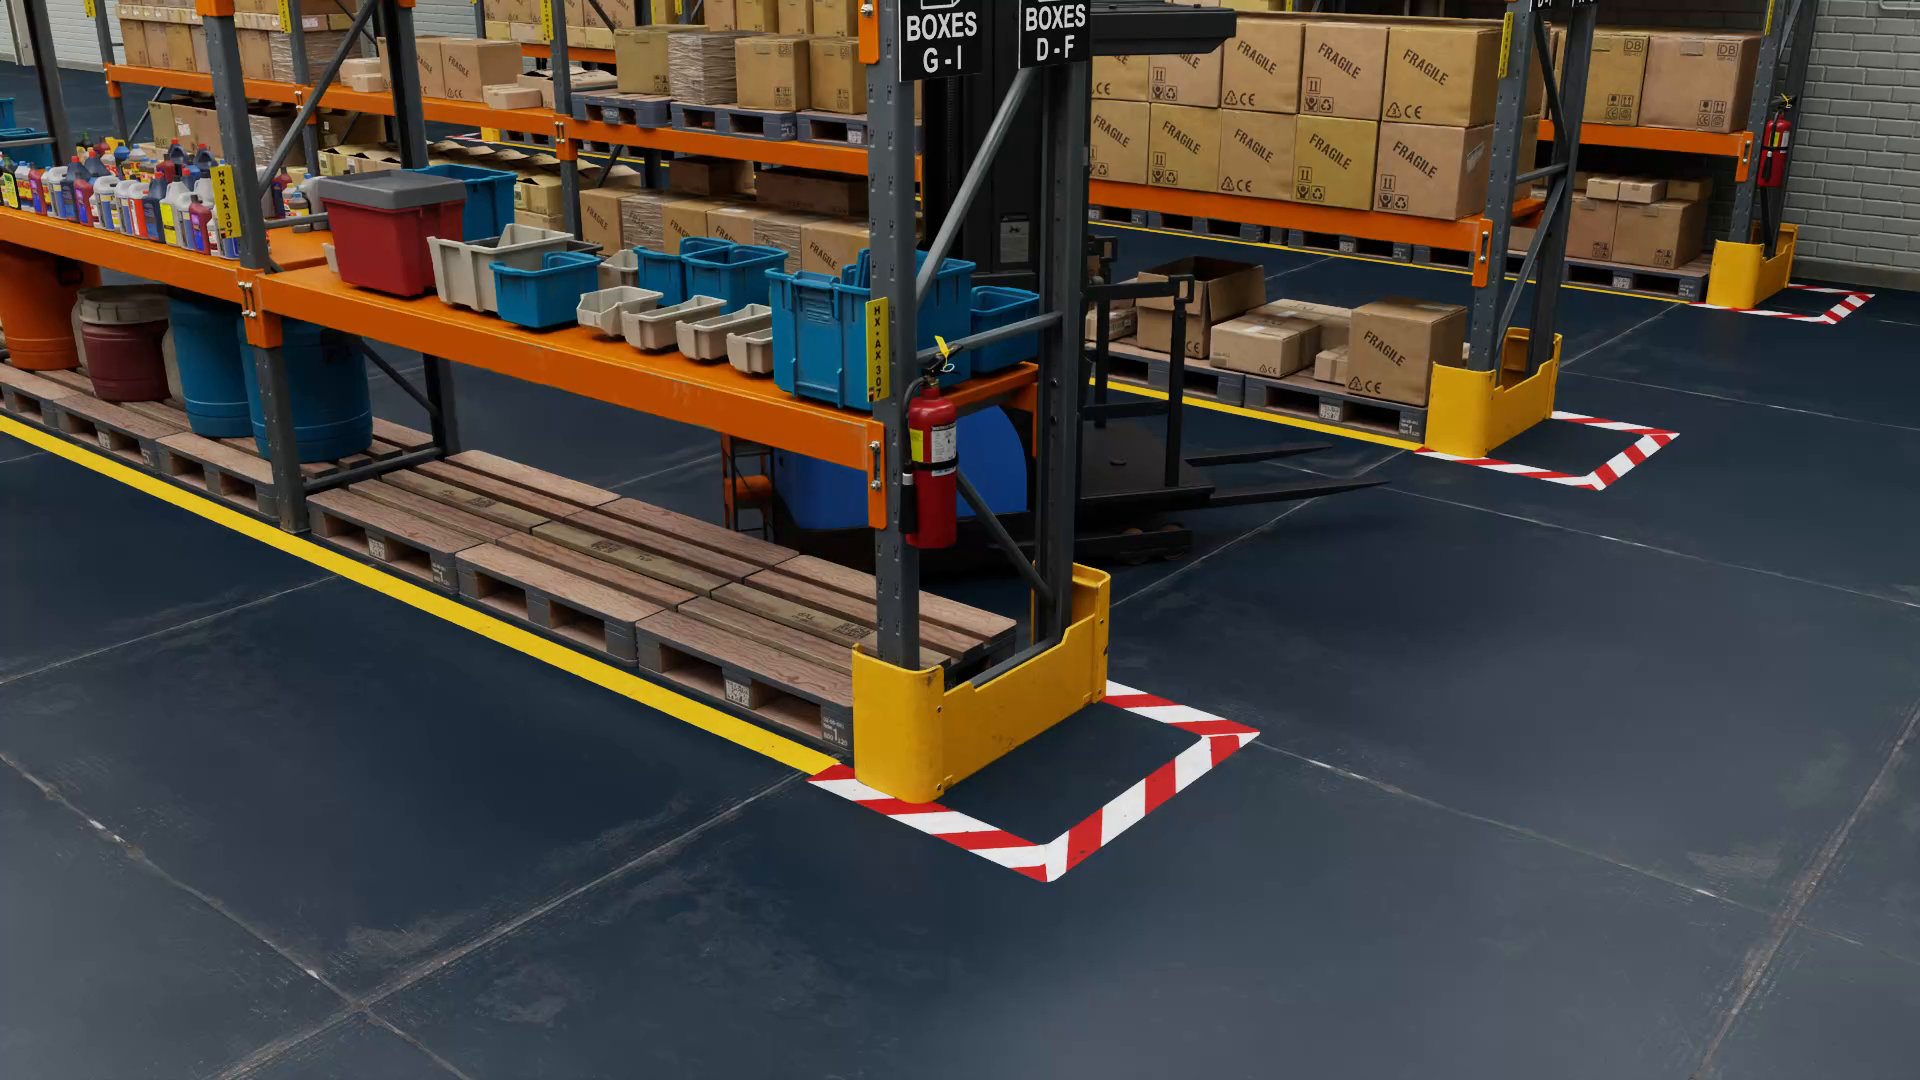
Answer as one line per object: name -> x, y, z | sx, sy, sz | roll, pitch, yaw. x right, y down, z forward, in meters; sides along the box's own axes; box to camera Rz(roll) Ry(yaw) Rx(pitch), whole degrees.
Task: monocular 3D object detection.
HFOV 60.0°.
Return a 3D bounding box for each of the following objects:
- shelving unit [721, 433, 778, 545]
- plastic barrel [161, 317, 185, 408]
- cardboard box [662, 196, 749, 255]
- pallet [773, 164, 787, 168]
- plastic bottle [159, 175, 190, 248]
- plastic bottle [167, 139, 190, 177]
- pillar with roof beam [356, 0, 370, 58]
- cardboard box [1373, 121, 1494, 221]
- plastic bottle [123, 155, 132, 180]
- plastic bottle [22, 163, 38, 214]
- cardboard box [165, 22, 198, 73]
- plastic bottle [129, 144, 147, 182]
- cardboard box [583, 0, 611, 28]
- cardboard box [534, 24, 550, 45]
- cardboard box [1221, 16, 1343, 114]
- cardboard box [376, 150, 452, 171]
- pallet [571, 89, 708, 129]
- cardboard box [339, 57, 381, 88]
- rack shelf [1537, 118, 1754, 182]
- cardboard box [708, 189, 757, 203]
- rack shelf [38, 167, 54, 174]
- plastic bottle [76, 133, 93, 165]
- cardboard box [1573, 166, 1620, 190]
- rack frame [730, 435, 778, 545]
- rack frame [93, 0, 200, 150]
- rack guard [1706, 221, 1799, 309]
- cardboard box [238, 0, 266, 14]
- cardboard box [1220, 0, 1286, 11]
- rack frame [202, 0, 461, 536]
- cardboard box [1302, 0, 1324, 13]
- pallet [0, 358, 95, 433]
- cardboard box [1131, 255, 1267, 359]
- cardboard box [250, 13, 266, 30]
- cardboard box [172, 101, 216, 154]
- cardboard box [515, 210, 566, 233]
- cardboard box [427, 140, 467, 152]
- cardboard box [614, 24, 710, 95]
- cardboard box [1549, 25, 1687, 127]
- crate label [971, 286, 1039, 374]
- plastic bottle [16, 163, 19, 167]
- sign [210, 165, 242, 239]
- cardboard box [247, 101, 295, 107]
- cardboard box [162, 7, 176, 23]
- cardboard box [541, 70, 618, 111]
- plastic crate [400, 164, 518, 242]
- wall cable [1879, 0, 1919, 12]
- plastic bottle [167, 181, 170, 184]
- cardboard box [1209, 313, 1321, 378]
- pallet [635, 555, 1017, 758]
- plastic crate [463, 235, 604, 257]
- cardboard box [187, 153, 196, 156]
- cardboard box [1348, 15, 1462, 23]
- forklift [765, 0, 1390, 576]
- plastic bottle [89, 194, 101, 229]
shelving unit -> -1.000, -0.433, 7.824 | 0.215, 1.050, 0.252 | -6, 21, -17
plastic barrel -> -4.365, -1.040, 9.605 | 0.421, 0.512, 0.421 | 0, 21, 0
cardboard box -> -2.022, -2.447, 13.324 | 0.500, 0.500, 0.500 | 16, 26, 36
pallet -> -1.405, -4.316, 19.314 | 1.213, 0.211, 1.003 | 16, 26, 36
plastic bottle -> -3.944, -1.666, 8.404 | 0.185, 0.351, 0.144 | 16, 26, 36
plastic bottle -> -4.558, -2.167, 9.733 | 0.185, 0.351, 0.144 | 16, 26, 36
pillar with roof beam -> -12.338, -10.008, 21.953 | 0.400, 9.000, 9.100 | 16, 26, 36
cardboard box -> 2.690, -2.106, 9.360 | 0.500, 0.500, 0.500 | 17, 27, 38
plastic bottle -> -5.058, -2.252, 10.169 | 0.097, 0.201, 0.097 | 0, 21, 0
plastic bottle -> -5.204, -1.981, 9.352 | 0.097, 0.271, 0.097 | 0, 21, 0
cardboard box -> -8.042, -5.314, 17.868 | 0.500, 0.500, 0.700 | 16, 26, 37
plastic bottle -> -4.982, -2.263, 10.099 | 0.097, 0.271, 0.097 | 0, 21, 0
cardboard box -> -4.294, -6.602, 20.546 | 0.500, 0.500, 0.500 | 15, 25, 35
cardboard box -> -5.078, -6.475, 21.271 | 0.500, 0.250, 0.500 | 16, 26, 35
cardboard box -> 1.894, -2.799, 9.782 | 0.500, 0.500, 0.500 | 17, 26, 38
cardboard box -> -5.139, -3.495, 15.692 | 0.500, 0.311, 0.500 | 15, 25, 35
pallet -> -2.419, -3.597, 13.727 | 1.003, 0.211, 1.213 | 16, 26, 36
cardboard box -> -5.679, -4.543, 16.177 | 0.500, 0.250, 0.500 | 18, 27, 40
rack shelf -> 4.789, -3.498, 14.214 | 4.000, 0.370, 1.077 | 16, 26, 36
cardboard box -> -1.715, -2.595, 13.717 | 0.500, 0.500, 0.500 | 15, 25, 34
rack shelf -> -7.673, -2.575, 11.765 | 4.000, 0.370, 1.077 | 16, 26, 36
plastic bottle -> -5.540, -2.437, 10.545 | 0.133, 0.283, 0.061 | 16, 26, 36
cardboard box -> 5.370, -3.044, 14.016 | 0.250, 0.149, 0.380 | 16, 26, 37
rack frame -> -0.963, -0.393, 7.714 | 0.200, 1.050, 0.008 | -6, 21, -17
rack frame -> -9.186, -5.604, 18.776 | 0.127, 3.000, 1.000 | 16, 26, 36
rack guard -> 6.357, -2.214, 13.330 | 0.348, 0.500, 1.175 | 16, 26, 36
cardboard box -> -6.828, -5.575, 16.719 | 0.500, 0.500, 0.700 | 16, 26, 36
cardboard box -> 2.716, -4.862, 15.155 | 0.500, 0.250, 0.500 | 17, 26, 38
rack frame -> -3.025, -1.573, 8.088 | 0.127, 3.000, 1.000 | 16, 26, 36
cardboard box -> 3.048, -5.001, 15.525 | 0.500, 0.250, 0.500 | 17, 27, 38
pallet -> -5.486, -0.996, 10.511 | 1.213, 0.211, 1.003 | 16, 26, 36
cardboard box -> 1.569, -1.546, 10.932 | 0.637, 0.503, 0.797 | 16, 26, 36
cardboard box -> -6.828, -5.177, 16.584 | 0.250, 0.149, 0.380 | 15, 25, 35
cardboard box -> -8.128, -4.465, 17.996 | 0.500, 0.500, 0.500 | 16, 26, 36
cardboard box -> -3.550, -2.779, 14.589 | 0.500, 0.250, 0.500 | 17, 26, 38
cardboard box -> -5.185, -3.757, 16.387 | 0.500, 0.311, 0.500 | 17, 26, 38
cardboard box -> -2.429, -3.952, 13.661 | 0.500, 0.500, 0.700 | 7, 22, 18
cardboard box -> 5.366, -3.799, 13.567 | 0.700, 0.700, 0.980 | 16, 26, 36
crate label -> 0.091, -0.775, 6.126 | 0.303, 0.233, 0.416 | 16, 26, 36
plastic bottle -> -5.570, -2.123, 9.827 | 0.097, 0.201, 0.097 | 0, 21, 0
sign -> -3.374, -1.553, 7.642 | 0.005, 0.325, 0.100 | 16, 26, 36
cardboard box -> -7.412, -4.495, 18.076 | 0.500, 0.500, 0.500 | 16, 26, 36
cardboard box -> -8.218, -5.578, 17.646 | 0.250, 0.149, 0.380 | 15, 25, 35
cardboard box -> -3.243, -3.870, 14.306 | 0.500, 0.311, 0.500 | 18, 27, 40
plastic crate -> -2.447, -1.583, 8.052 | 0.575, 0.384, 0.392 | 16, 26, 36
wall cable -> 7.929, -3.837, 12.652 | 1.851, 1.984, 0.084 | 16, 26, 36
plastic bottle -> -4.144, -1.745, 8.726 | 0.097, 0.271, 0.097 | 0, 21, 0
cardboard box -> 1.915, -1.227, 10.445 | 0.500, 0.250, 0.500 | 16, 26, 36
pallet -> -0.540, 0.430, 6.730 | 1.213, 0.211, 1.003 | 16, 26, 36
plastic crate -> -1.988, -1.296, 7.659 | 0.590, 0.125, 0.437 | 16, 26, 36
cardboard box -> -8.135, -4.111, 18.120 | 0.500, 0.250, 0.500 | 16, 26, 36
cardboard box -> 2.622, -2.834, 9.874 | 0.500, 0.500, 0.500 | 16, 26, 37
forklift -> 0.608, -1.430, 7.807 | 3.031, 2.935, 1.130 | -6, 21, -14
plastic bottle -> -4.599, -1.774, 8.902 | 0.097, 0.201, 0.097 | 0, 21, 0
